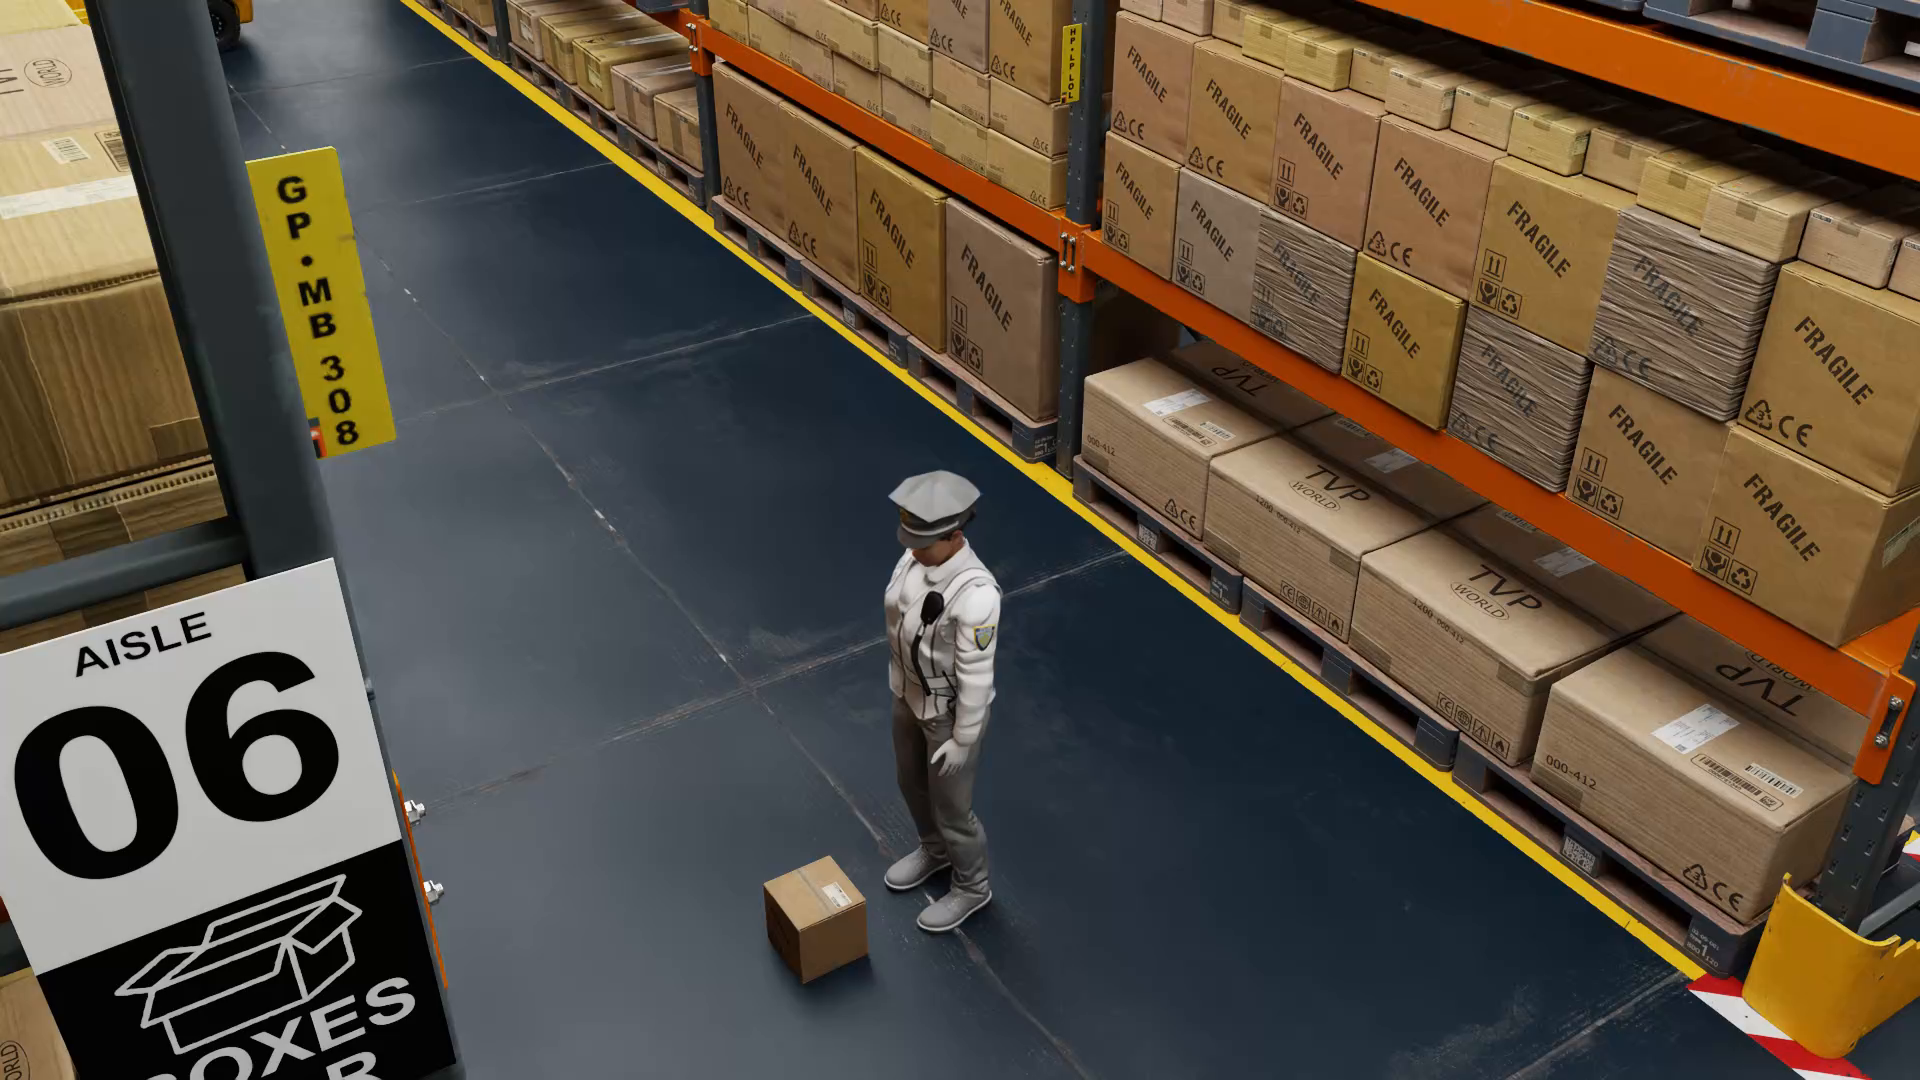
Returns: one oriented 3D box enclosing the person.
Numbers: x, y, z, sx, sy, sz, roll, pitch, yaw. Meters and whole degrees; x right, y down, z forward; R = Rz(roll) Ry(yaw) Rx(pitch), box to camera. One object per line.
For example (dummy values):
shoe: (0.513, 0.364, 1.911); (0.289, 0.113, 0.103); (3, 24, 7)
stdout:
person: (-0.063, 0.538, 5.312); (0.327, 1.662, 0.472); (-18, 37, -26)
